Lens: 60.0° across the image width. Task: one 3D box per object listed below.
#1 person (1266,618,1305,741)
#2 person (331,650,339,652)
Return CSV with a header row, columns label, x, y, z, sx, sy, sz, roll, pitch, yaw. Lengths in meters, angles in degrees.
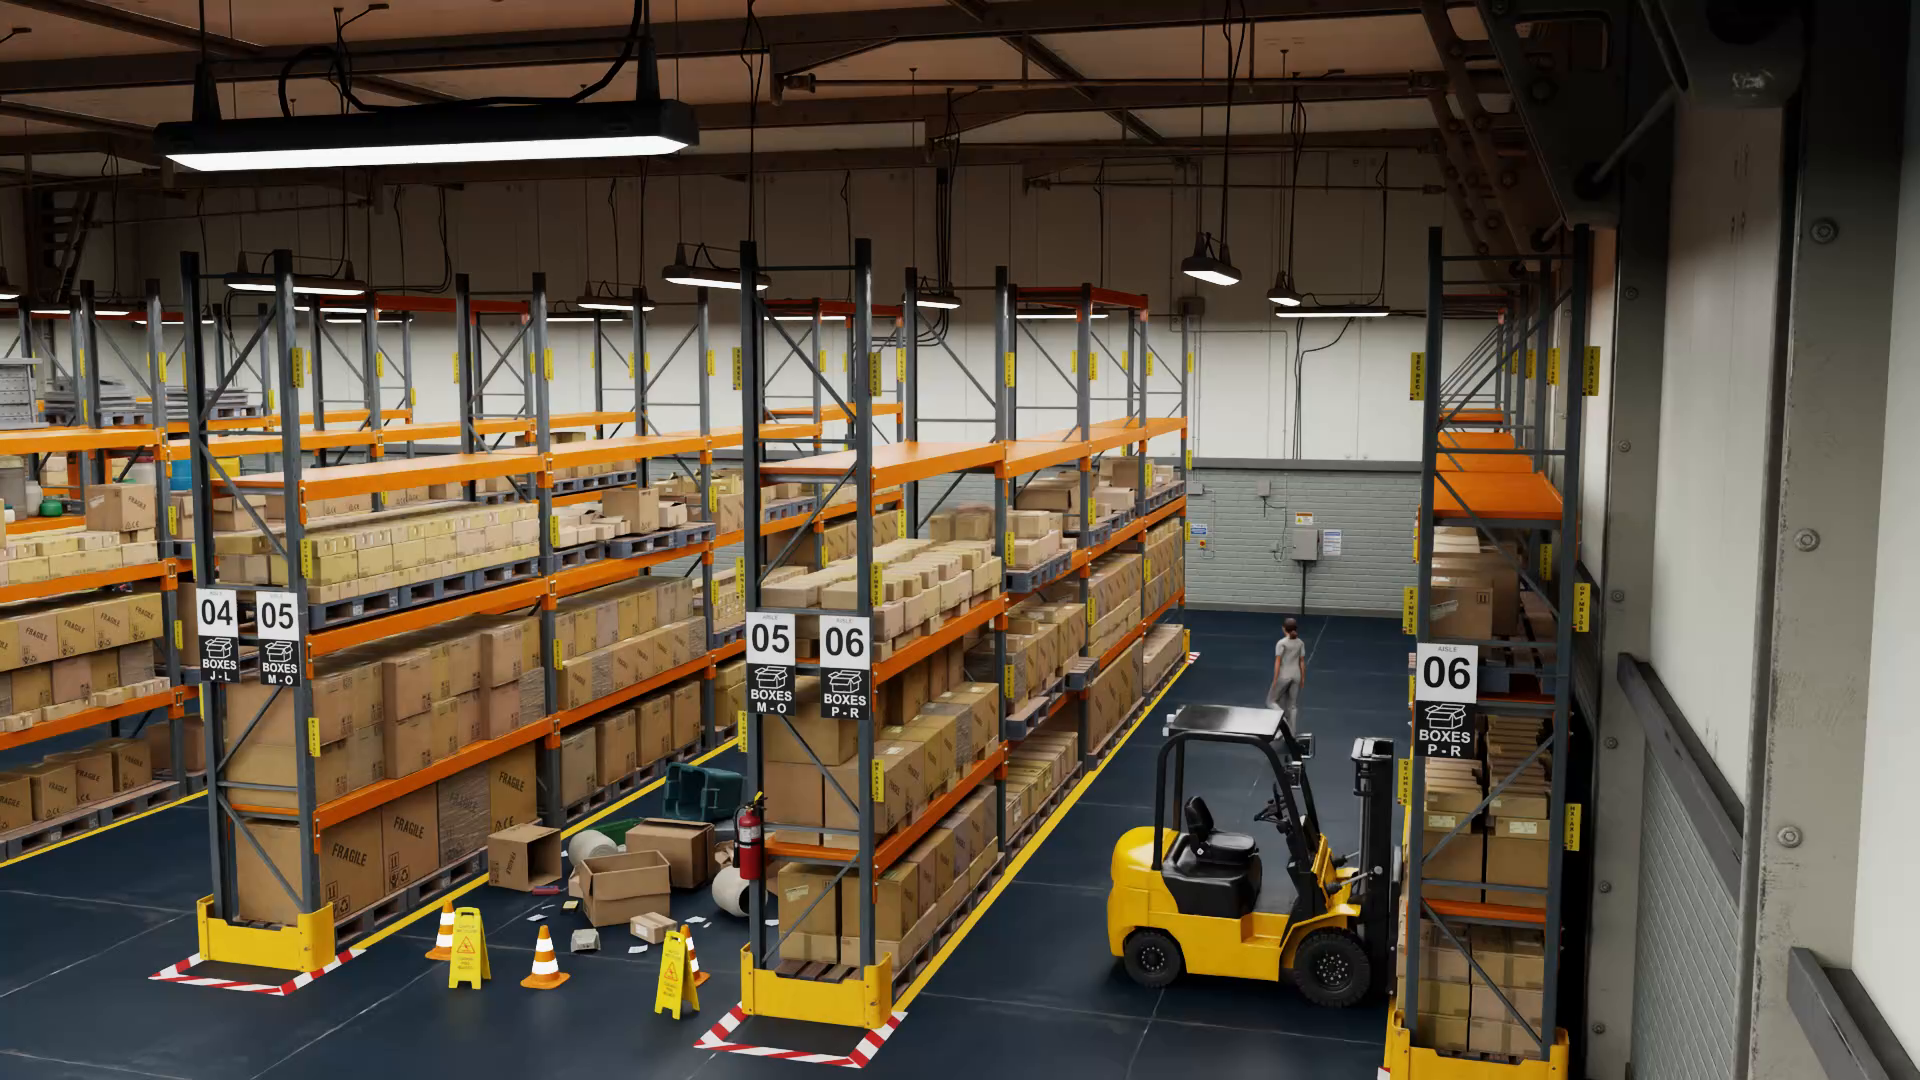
label,x,y,z,sx,sy,sz,roll,pitch,yaw
person,4.367,1.882,22.085,0.495,1.643,0.465,-2,7,-18
person,-7.368,2.115,20.083,0.583,1.657,0.549,1,7,11
